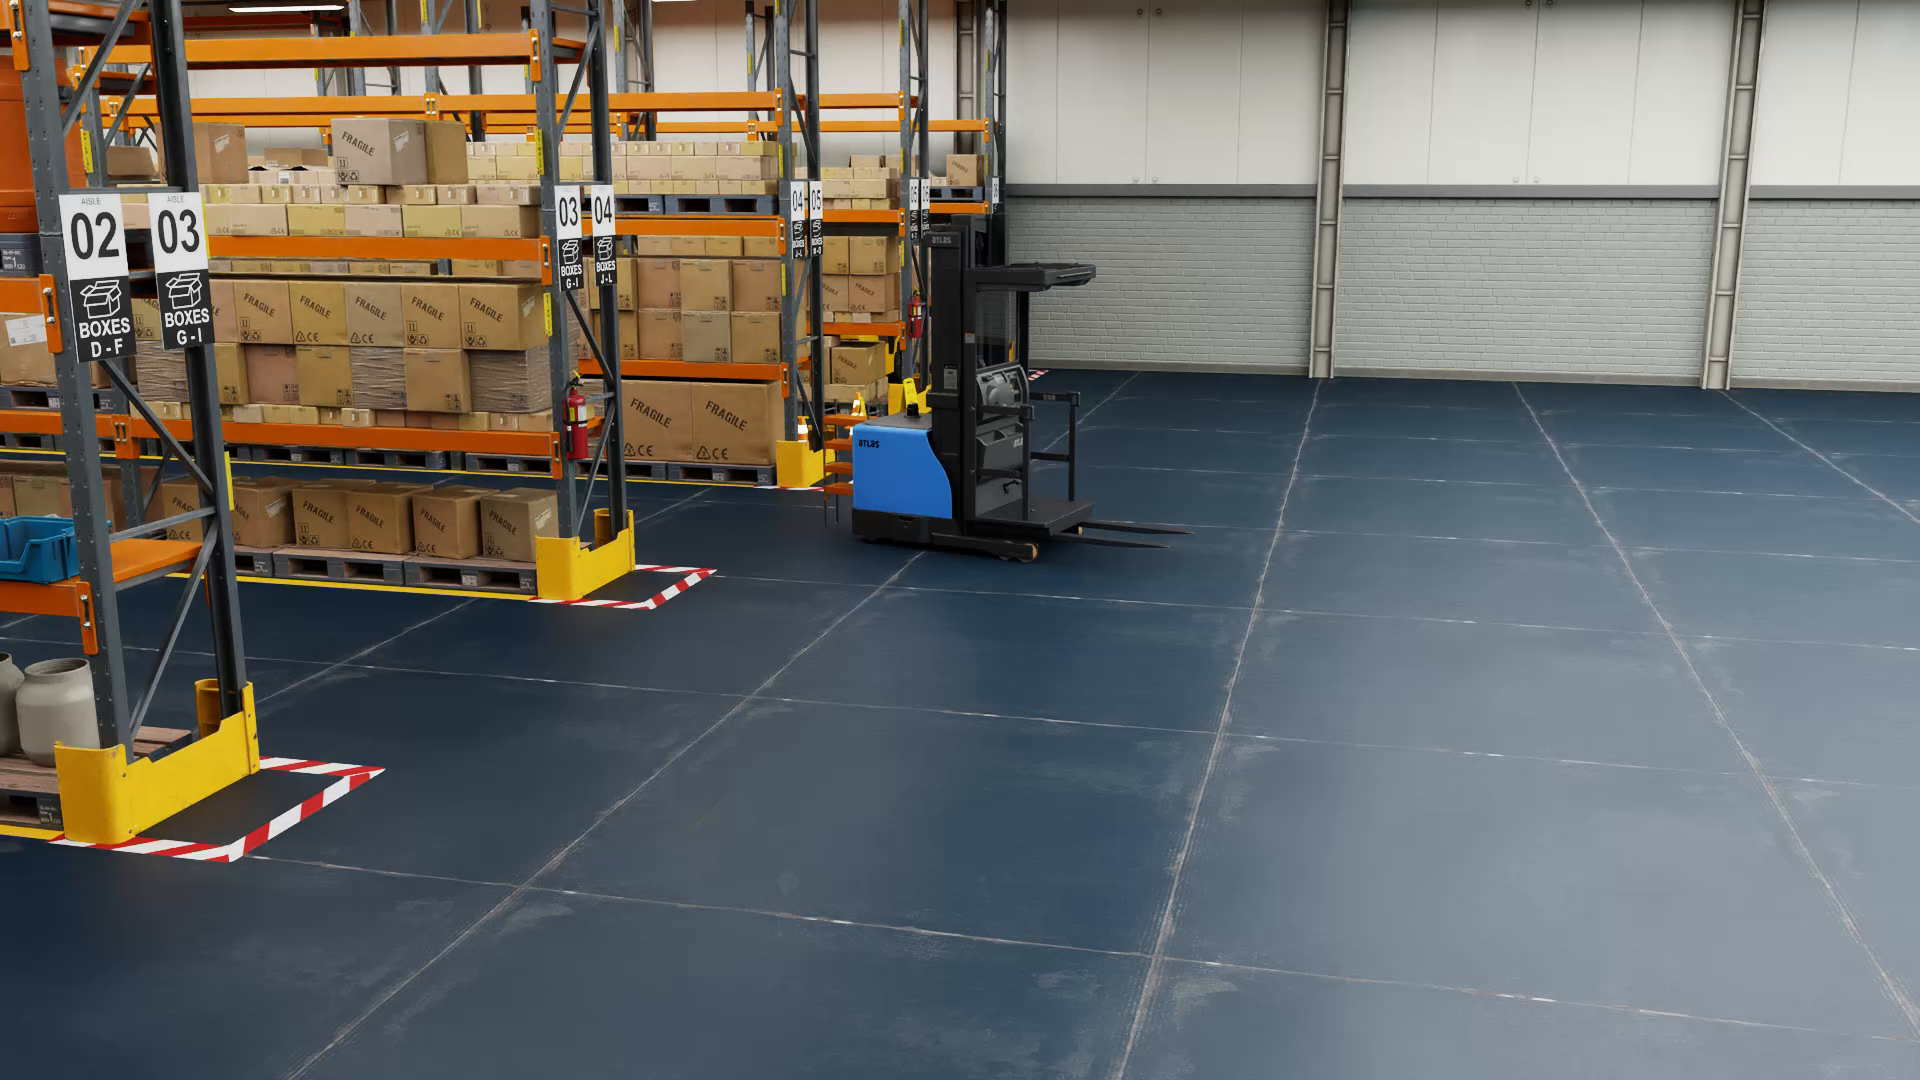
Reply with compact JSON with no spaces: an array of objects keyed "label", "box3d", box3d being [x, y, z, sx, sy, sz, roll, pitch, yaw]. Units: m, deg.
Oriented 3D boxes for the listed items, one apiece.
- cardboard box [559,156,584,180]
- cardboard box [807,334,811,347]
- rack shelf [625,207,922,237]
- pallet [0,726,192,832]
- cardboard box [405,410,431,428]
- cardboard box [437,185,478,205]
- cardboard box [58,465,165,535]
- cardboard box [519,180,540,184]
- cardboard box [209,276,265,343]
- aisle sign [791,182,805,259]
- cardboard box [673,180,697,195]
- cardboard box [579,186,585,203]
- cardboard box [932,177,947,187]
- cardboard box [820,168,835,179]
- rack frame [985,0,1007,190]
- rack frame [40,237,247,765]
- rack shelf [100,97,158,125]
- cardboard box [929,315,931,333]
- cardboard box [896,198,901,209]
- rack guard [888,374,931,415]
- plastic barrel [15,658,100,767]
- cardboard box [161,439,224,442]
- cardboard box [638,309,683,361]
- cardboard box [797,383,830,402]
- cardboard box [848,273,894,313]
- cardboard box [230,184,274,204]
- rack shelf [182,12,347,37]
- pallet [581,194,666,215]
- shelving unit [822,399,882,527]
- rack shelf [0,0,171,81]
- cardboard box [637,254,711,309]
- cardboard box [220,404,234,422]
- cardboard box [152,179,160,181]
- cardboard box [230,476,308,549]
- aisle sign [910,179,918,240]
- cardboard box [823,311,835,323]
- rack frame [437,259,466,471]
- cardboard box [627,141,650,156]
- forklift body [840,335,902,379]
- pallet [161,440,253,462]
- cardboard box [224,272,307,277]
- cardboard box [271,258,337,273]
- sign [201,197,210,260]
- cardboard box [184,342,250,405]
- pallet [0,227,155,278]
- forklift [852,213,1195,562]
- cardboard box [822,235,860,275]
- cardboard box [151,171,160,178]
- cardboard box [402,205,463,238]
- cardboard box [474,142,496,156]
[{"label":"cardboard box","box3d":[-4.189,-4.009,17.927,0.500,0.250,0.500,3,13,13]},{"label":"cardboard box","box3d":[-2.062,-2.744,22.843,0.250,0.149,0.380,3,13,14]},{"label":"rack shelf","box3d":[-2.547,-4.410,22.939,4.000,0.370,1.077,3,13,14]},{"label":"pallet","box3d":[-5.039,1.256,9.101,1.213,0.211,1.003,3,13,14]},{"label":"cardboard box","box3d":[-4.276,-1.011,13.463,0.250,0.149,0.380,3,13,14]},{"label":"cardboard box","box3d":[-3.841,-2.673,12.875,0.250,0.149,0.380,2,13,11]},{"label":"cardboard box","box3d":[-7.454,-0.348,14.648,0.500,0.500,0.700,2,13,9]},{"label":"cardboard box","box3d":[-4.568,-3.821,18.000,0.250,0.149,0.380,3,13,13]},{"label":"cardboard box","box3d":[-6.002,-1.897,13.648,0.500,0.500,0.500,3,13,14]},{"label":"aisle sign","box3d":[-1.697,-3.350,17.420,0.004,0.787,0.394,3,13,14]},{"label":"cardboard box","box3d":[-2.837,-3.728,17.584,0.250,0.149,0.380,3,13,14]},{"label":"cardboard box","box3d":[-3.192,-2.758,13.257,0.250,0.149,0.380,3,13,13]},{"label":"cardboard box","box3d":[-0.297,-5.812,26.976,0.250,0.149,0.380,3,13,12]},{"label":"cardboard box","box3d":[-1.732,-4.935,22.381,0.250,0.149,0.380,3,13,14]},{"label":"rack frame","box3d":[0.580,-7.166,26.774,0.127,3.000,1.000,3,13,14]},{"label":"rack frame","box3d":[-4.167,-0.068,8.631,0.127,3.000,1.000,3,13,14]},{"label":"rack shelf","box3d":[-11.402,-5.049,19.813,4.000,0.370,1.077,3,13,14]},{"label":"cardboard box","box3d":[-0.439,-3.572,27.494,0.500,0.250,0.500,3,13,15]},{"label":"cardboard box","box3d":[-0.850,-4.621,22.806,0.250,0.149,0.380,3,13,14]},{"label":"rack guard","box3d":[-0.679,-1.977,23.007,0.348,0.500,1.175,3,13,14]},{"label":"plastic barrel","box3d":[-4.824,0.924,8.936,0.421,0.512,0.421,0,13,0]},{"label":"cardboard box","box3d":[-8.891,-1.619,19.845,0.750,0.750,1.050,3,13,13]},{"label":"cardboard box","box3d":[-3.117,-2.310,18.388,0.550,0.550,0.875,3,13,14]},{"label":"cardboard box","box3d":[-1.956,-2.070,23.033,0.500,0.250,0.500,3,13,14]},{"label":"cardboard box","box3d":[-1.199,-3.358,22.541,0.500,0.500,0.500,3,13,13]},{"label":"cardboard box","box3d":[-5.602,-2.767,13.298,0.250,0.149,0.380,3,13,12]},{"label":"rack shelf","box3d":[-13.012,-9.164,29.767,4.000,0.370,1.077,3,13,14]},{"label":"pallet","box3d":[-3.604,-3.668,18.135,1.213,0.211,1.003,3,13,14]},{"label":"shelving unit","box3d":[-1.011,-0.704,15.655,0.503,1.200,0.258,6,14,27]},{"label":"rack shelf","box3d":[-6.108,-2.554,8.570,4.000,0.370,1.077,3,13,14]},{"label":"cardboard box","box3d":[-3.112,-2.842,18.294,0.550,0.550,0.875,3,13,14]},{"label":"cardboard box","box3d":[-5.993,-1.086,13.800,0.250,0.149,0.380,3,13,14]},{"label":"cardboard box","box3d":[-9.175,-4.107,19.290,0.250,0.149,0.380,3,13,11]},{"label":"cardboard box","box3d":[-5.927,-0.244,14.228,0.500,0.500,0.500,8,15,31]},{"label":"aisle sign","box3d":[-0.615,-4.398,22.147,0.004,0.787,0.394,3,13,14]},{"label":"cardboard box","box3d":[-1.793,-3.060,22.696,0.250,0.149,0.380,3,13,15]},{"label":"rack frame","box3d":[-5.577,-2.355,18.938,0.127,3.000,1.000,3,13,14]},{"label":"cardboard box","box3d":[-3.336,-4.144,17.617,0.250,0.149,0.380,3,13,13]},{"label":"forklift body","box3d":[-1.698,-3.538,26.230,1.214,2.155,2.313,3,13,14]},{"label":"pallet","box3d":[-8.713,-1.144,19.920,1.213,0.211,1.003,3,13,14]},{"label":"cardboard box","box3d":[-5.875,-2.008,14.149,0.500,0.500,0.500,3,13,14]},{"label":"cardboard box","box3d":[-7.541,-2.995,19.286,0.500,0.500,0.700,3,13,13]},{"label":"sign","box3d":[-4.031,-1.652,8.825,0.005,0.325,0.100,3,13,14]},{"label":"cardboard box","box3d":[-5.964,-1.441,13.904,0.500,0.500,0.875,3,13,14]},{"label":"pallet","box3d":[-4.946,-1.504,8.613,1.213,0.211,1.003,3,13,14]},{"label":"forklift","box3d":[0.560,-1.368,14.650,3.031,2.935,1.130,6,14,27]},{"label":"cardboard box","box3d":[-1.643,-3.884,22.605,0.500,0.500,0.700,3,13,14]},{"label":"cardboard box","box3d":[-9.951,-4.161,19.924,0.500,0.500,0.500,3,13,14]},{"label":"cardboard box","box3d":[-3.994,-2.498,13.003,0.500,0.250,0.500,3,13,14]},{"label":"cardboard box","box3d":[-5.057,-4.236,18.032,0.250,0.149,0.380,3,13,13]}]
